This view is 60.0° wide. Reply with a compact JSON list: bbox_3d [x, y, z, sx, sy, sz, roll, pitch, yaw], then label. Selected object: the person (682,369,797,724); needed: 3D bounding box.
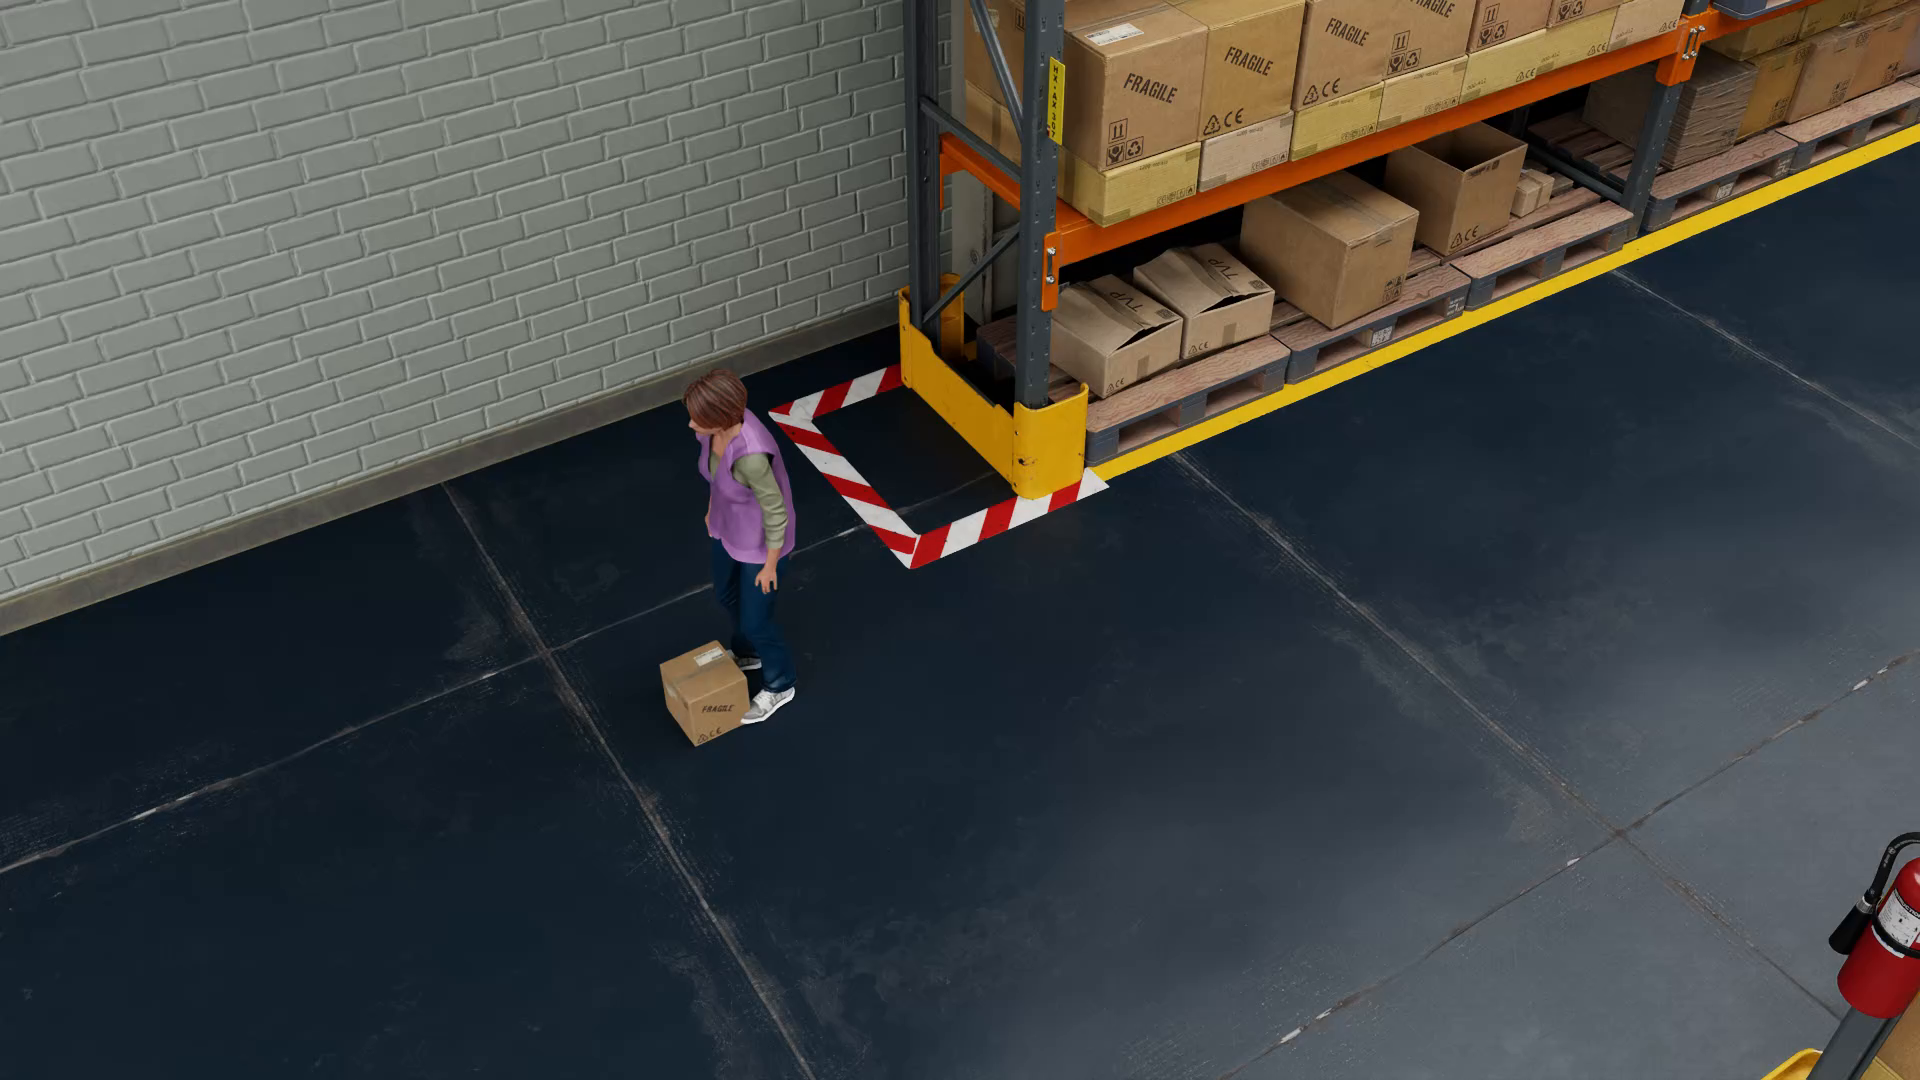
[{"bbox_3d":[-0.798,0.004,6.164,0.347,1.590,0.472,-25,47,-26],"label":"person"}]
